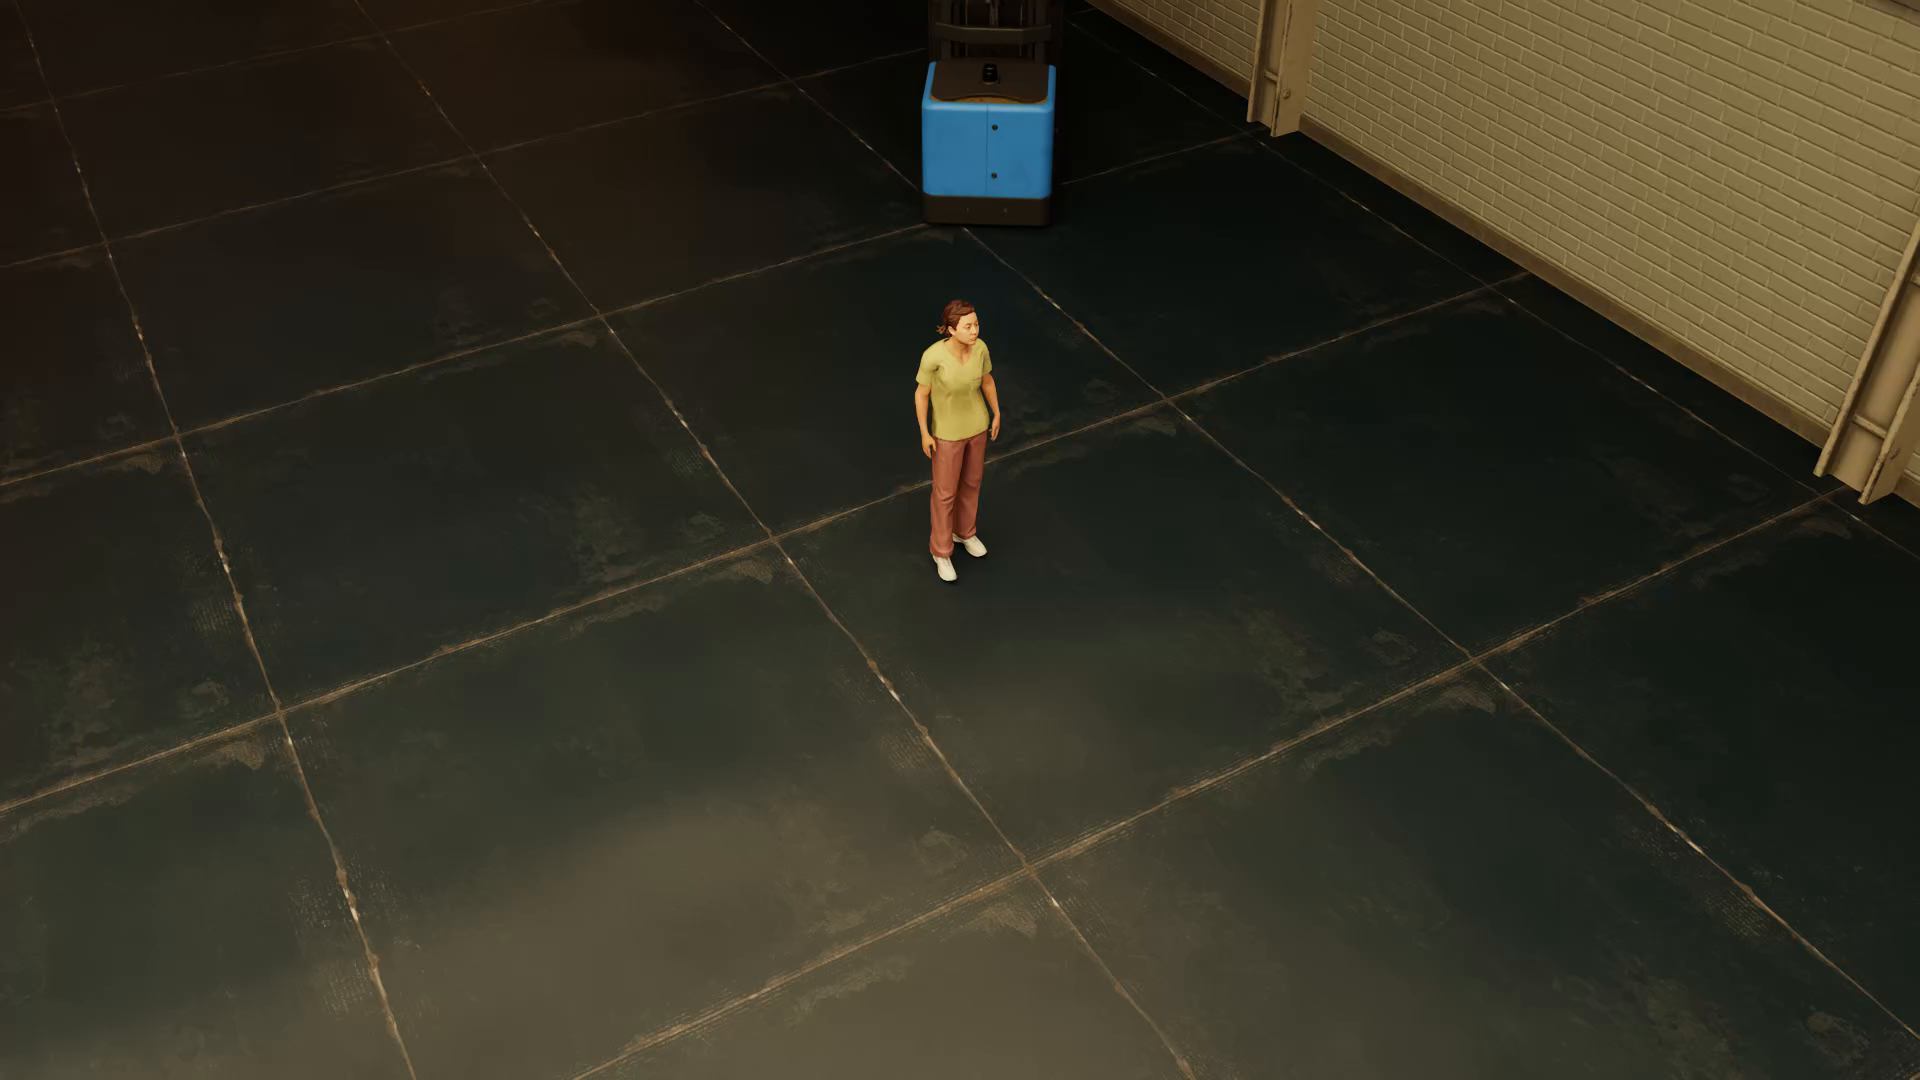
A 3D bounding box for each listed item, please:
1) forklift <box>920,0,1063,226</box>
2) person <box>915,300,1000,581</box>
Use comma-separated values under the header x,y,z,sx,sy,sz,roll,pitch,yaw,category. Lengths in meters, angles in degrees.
x,y,z,sx,sy,sz,roll,pitch,yaw,category
0.305,-4.550,13.522,1.130,2.935,3.031,2,40,3,forklift
0.027,-0.606,9.738,0.553,1.673,0.548,-20,44,-23,person
